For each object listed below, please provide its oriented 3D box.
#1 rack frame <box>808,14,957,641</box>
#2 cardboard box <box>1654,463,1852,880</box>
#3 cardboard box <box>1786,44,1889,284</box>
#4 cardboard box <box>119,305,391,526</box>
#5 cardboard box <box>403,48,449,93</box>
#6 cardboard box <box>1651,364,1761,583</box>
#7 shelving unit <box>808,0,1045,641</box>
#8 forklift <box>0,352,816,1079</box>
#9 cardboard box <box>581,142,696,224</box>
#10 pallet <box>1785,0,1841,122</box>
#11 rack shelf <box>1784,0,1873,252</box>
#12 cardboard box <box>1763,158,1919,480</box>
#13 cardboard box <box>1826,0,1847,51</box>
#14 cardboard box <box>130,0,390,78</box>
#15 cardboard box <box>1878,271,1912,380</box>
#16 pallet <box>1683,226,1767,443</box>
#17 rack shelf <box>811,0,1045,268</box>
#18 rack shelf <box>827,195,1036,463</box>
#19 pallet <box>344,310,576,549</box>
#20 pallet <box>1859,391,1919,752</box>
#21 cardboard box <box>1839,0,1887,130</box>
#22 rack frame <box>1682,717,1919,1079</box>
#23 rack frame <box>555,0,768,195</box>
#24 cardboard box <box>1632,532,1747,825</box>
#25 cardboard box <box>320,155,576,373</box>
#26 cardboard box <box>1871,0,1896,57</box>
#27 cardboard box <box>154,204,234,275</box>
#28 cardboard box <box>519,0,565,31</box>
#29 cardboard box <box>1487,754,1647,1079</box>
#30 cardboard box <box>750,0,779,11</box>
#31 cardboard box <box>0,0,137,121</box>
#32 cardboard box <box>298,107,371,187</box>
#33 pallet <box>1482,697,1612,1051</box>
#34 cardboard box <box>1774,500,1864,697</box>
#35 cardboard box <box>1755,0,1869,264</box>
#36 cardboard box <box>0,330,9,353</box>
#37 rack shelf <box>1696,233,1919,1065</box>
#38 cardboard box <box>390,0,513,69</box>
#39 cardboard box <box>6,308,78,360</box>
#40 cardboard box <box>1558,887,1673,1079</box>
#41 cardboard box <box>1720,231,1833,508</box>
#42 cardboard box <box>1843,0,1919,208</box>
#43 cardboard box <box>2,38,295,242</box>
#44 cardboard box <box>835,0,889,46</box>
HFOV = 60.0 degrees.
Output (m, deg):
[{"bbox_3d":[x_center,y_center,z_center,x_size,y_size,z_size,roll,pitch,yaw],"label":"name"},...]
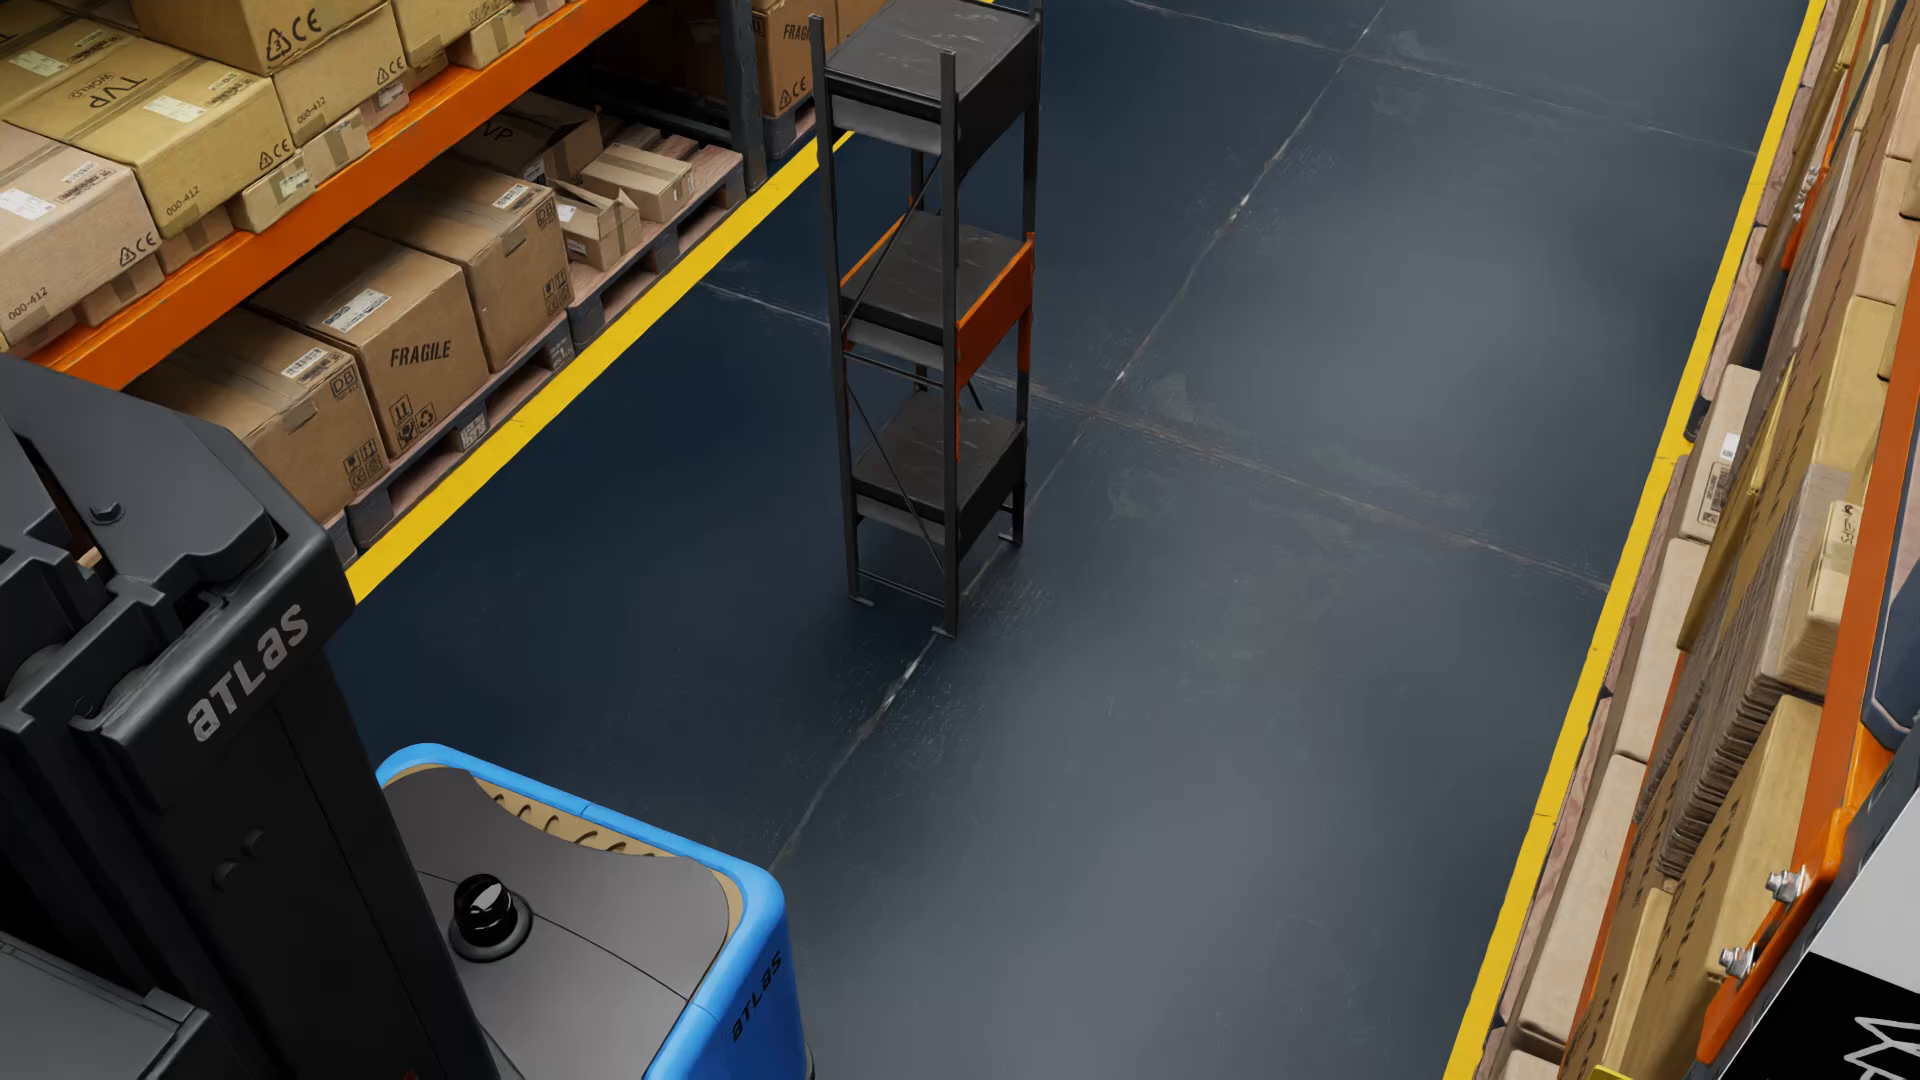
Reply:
[{"bbox_3d":[-0.190,-0.480,4.748,0.400,2.100,0.015,20,49,19],"label":"rack frame"},{"bbox_3d":[1.456,0.287,2.584,0.500,0.500,0.500,21,49,19],"label":"cardboard box"},{"bbox_3d":[2.634,-0.951,4.511,0.500,0.500,0.500,22,49,20],"label":"cardboard box"},{"bbox_3d":[-2.372,-0.391,5.489,0.700,0.500,0.500,22,49,21],"label":"cardboard box"},{"bbox_3d":[-1.898,-1.594,5.393,0.380,0.149,0.250,21,49,20],"label":"cardboard box"},{"bbox_3d":[2.697,-0.012,5.159,0.875,0.438,0.875,20,49,19],"label":"cardboard box"},{"bbox_3d":[-0.077,-0.634,4.900,0.431,2.100,0.503,20,49,19],"label":"shelving unit"},{"bbox_3d":[-1.411,1.267,2.437,1.130,2.935,3.031,17,48,16],"label":"forklift"},{"bbox_3d":[-1.313,-1.459,6.793,0.380,0.149,0.250,19,48,18],"label":"cardboard box"},{"bbox_3d":[4.508,-2.193,7.769,1.003,0.211,1.213,20,49,19],"label":"pallet"},{"bbox_3d":[4.012,-2.132,6.254,1.077,0.370,4.000,20,49,19],"label":"rack shelf"},{"bbox_3d":[1.924,-0.340,3.204,0.500,0.500,0.500,20,49,19],"label":"cardboard box"},{"bbox_3d":[4.546,-2.638,7.447,0.875,0.875,0.875,20,49,19],"label":"cardboard box"},{"bbox_3d":[-2.026,-1.699,4.690,0.500,0.500,0.500,22,49,20],"label":"cardboard box"},{"bbox_3d":[1.760,-0.334,2.742,0.380,0.149,0.250,22,49,20],"label":"cardboard box"},{"bbox_3d":[3.375,-0.656,6.250,1.003,0.211,1.213,20,49,19],"label":"pallet"},{"bbox_3d":[-0.077,-1.116,4.412,0.431,0.518,0.480,20,49,19],"label":"rack shelf"},{"bbox_3d":[-0.077,-0.624,4.910,0.431,0.518,0.480,20,49,19],"label":"rack shelf"},{"bbox_3d":[-2.199,-0.578,6.173,1.003,0.211,1.213,20,49,19],"label":"pallet"},{"bbox_3d":[1.562,-0.100,1.693,1.003,0.211,1.213,20,49,19],"label":"pallet"},{"bbox_3d":[3.069,-1.438,5.168,0.500,0.250,0.500,19,48,18],"label":"cardboard box"},{"bbox_3d":[1.227,1.395,2.263,1.000,3.000,0.127,20,49,19],"label":"rack frame"},{"bbox_3d":[-1.314,-2.762,6.371,1.000,3.000,0.127,20,49,19],"label":"rack frame"},{"bbox_3d":[1.693,0.330,3.245,0.500,0.500,0.500,22,49,20],"label":"cardboard box"},{"bbox_3d":[-1.890,-1.045,6.136,0.700,0.500,0.500,19,48,18],"label":"cardboard box"},{"bbox_3d":[3.073,-1.606,4.983,0.500,0.250,0.500,20,49,19],"label":"cardboard box"},{"bbox_3d":[-2.318,-0.931,4.738,0.380,0.149,0.250,21,49,20],"label":"cardboard box"},{"bbox_3d":[-1.585,-1.890,5.686,0.380,0.149,0.250,22,49,20],"label":"cardboard box"},{"bbox_3d":[1.862,1.119,4.041,0.875,0.438,0.875,22,49,20],"label":"cardboard box"},{"bbox_3d":[-0.912,-2.397,7.016,0.380,0.149,0.250,23,50,21],"label":"cardboard box"},{"bbox_3d":[-2.718,-1.306,4.828,0.500,0.250,0.500,22,49,20],"label":"cardboard box"},{"bbox_3d":[-2.029,-1.238,5.041,0.380,0.149,0.250,22,49,20],"label":"cardboard box"},{"bbox_3d":[2.096,1.080,4.535,1.003,0.211,1.213,20,49,19],"label":"pallet"},{"bbox_3d":[1.358,0.129,2.284,0.380,0.149,0.250,20,49,19],"label":"cardboard box"},{"bbox_3d":[3.713,-1.515,6.337,0.875,0.875,0.875,22,49,20],"label":"cardboard box"},{"bbox_3d":[-2.722,-0.491,4.022,0.500,0.250,0.500,21,49,19],"label":"cardboard box"},{"bbox_3d":[2.155,-0.667,2.697,1.077,0.370,4.000,20,49,19],"label":"rack shelf"},{"bbox_3d":[-1.797,-1.782,5.299,0.500,0.250,0.500,20,49,19],"label":"cardboard box"},{"bbox_3d":[-2.607,-0.623,4.433,0.380,0.149,0.250,20,49,19],"label":"cardboard box"},{"bbox_3d":[1.216,0.968,2.614,0.500,0.500,0.500,21,49,19],"label":"cardboard box"},{"bbox_3d":[2.160,-0.324,3.891,0.500,0.500,0.500,21,49,19],"label":"cardboard box"},{"bbox_3d":[2.408,-0.976,3.832,0.500,0.500,0.500,20,49,19],"label":"cardboard box"},{"bbox_3d":[-2.256,-1.129,4.653,0.500,0.250,0.500,20,49,18],"label":"cardboard box"},{"bbox_3d":[-0.652,-2.600,7.673,0.500,0.500,0.500,20,49,19],"label":"cardboard box"}]
